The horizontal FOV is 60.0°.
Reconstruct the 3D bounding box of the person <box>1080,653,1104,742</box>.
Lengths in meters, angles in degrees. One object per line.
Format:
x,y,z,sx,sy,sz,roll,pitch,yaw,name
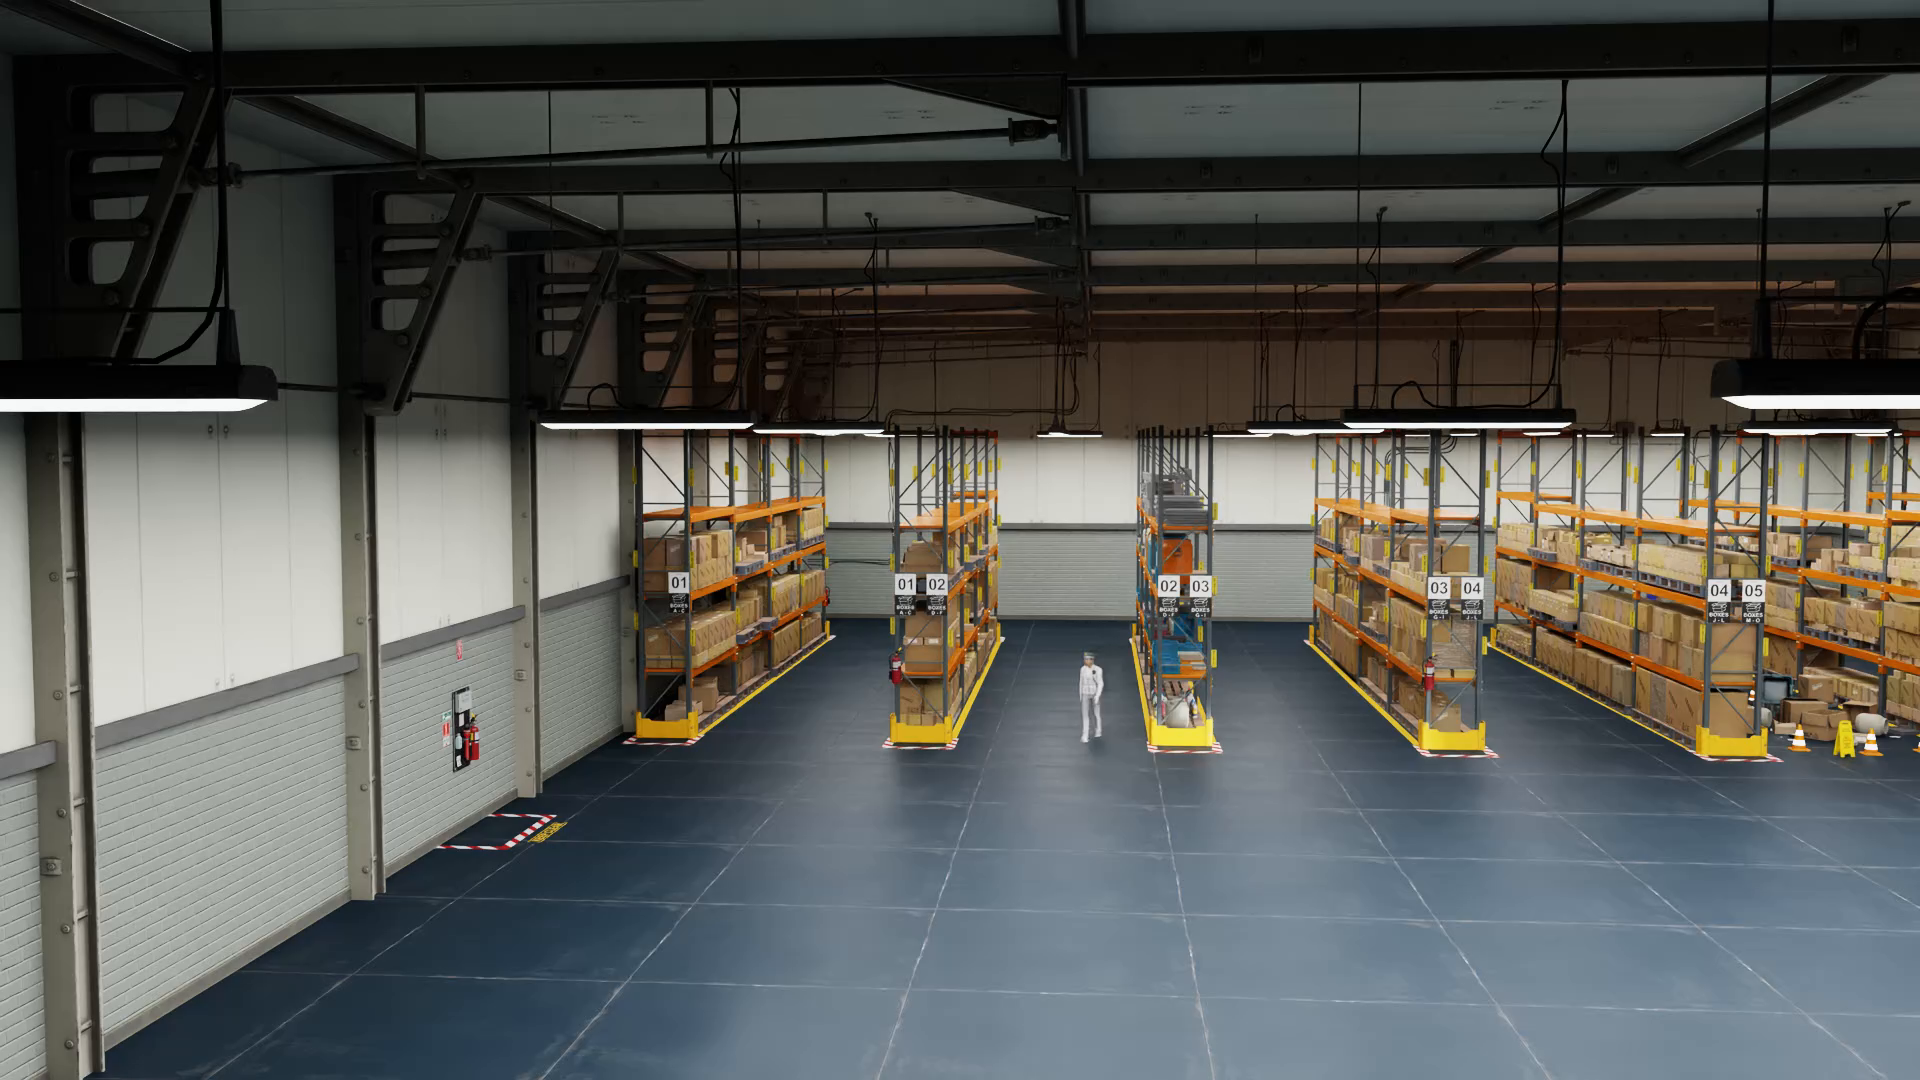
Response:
2.487,2.978,31.763,0.521,1.661,0.814,1,4,23,person

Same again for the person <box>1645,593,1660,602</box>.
20.635,1.925,49.498,0.881,1.617,0.441,-1,4,-22,person
